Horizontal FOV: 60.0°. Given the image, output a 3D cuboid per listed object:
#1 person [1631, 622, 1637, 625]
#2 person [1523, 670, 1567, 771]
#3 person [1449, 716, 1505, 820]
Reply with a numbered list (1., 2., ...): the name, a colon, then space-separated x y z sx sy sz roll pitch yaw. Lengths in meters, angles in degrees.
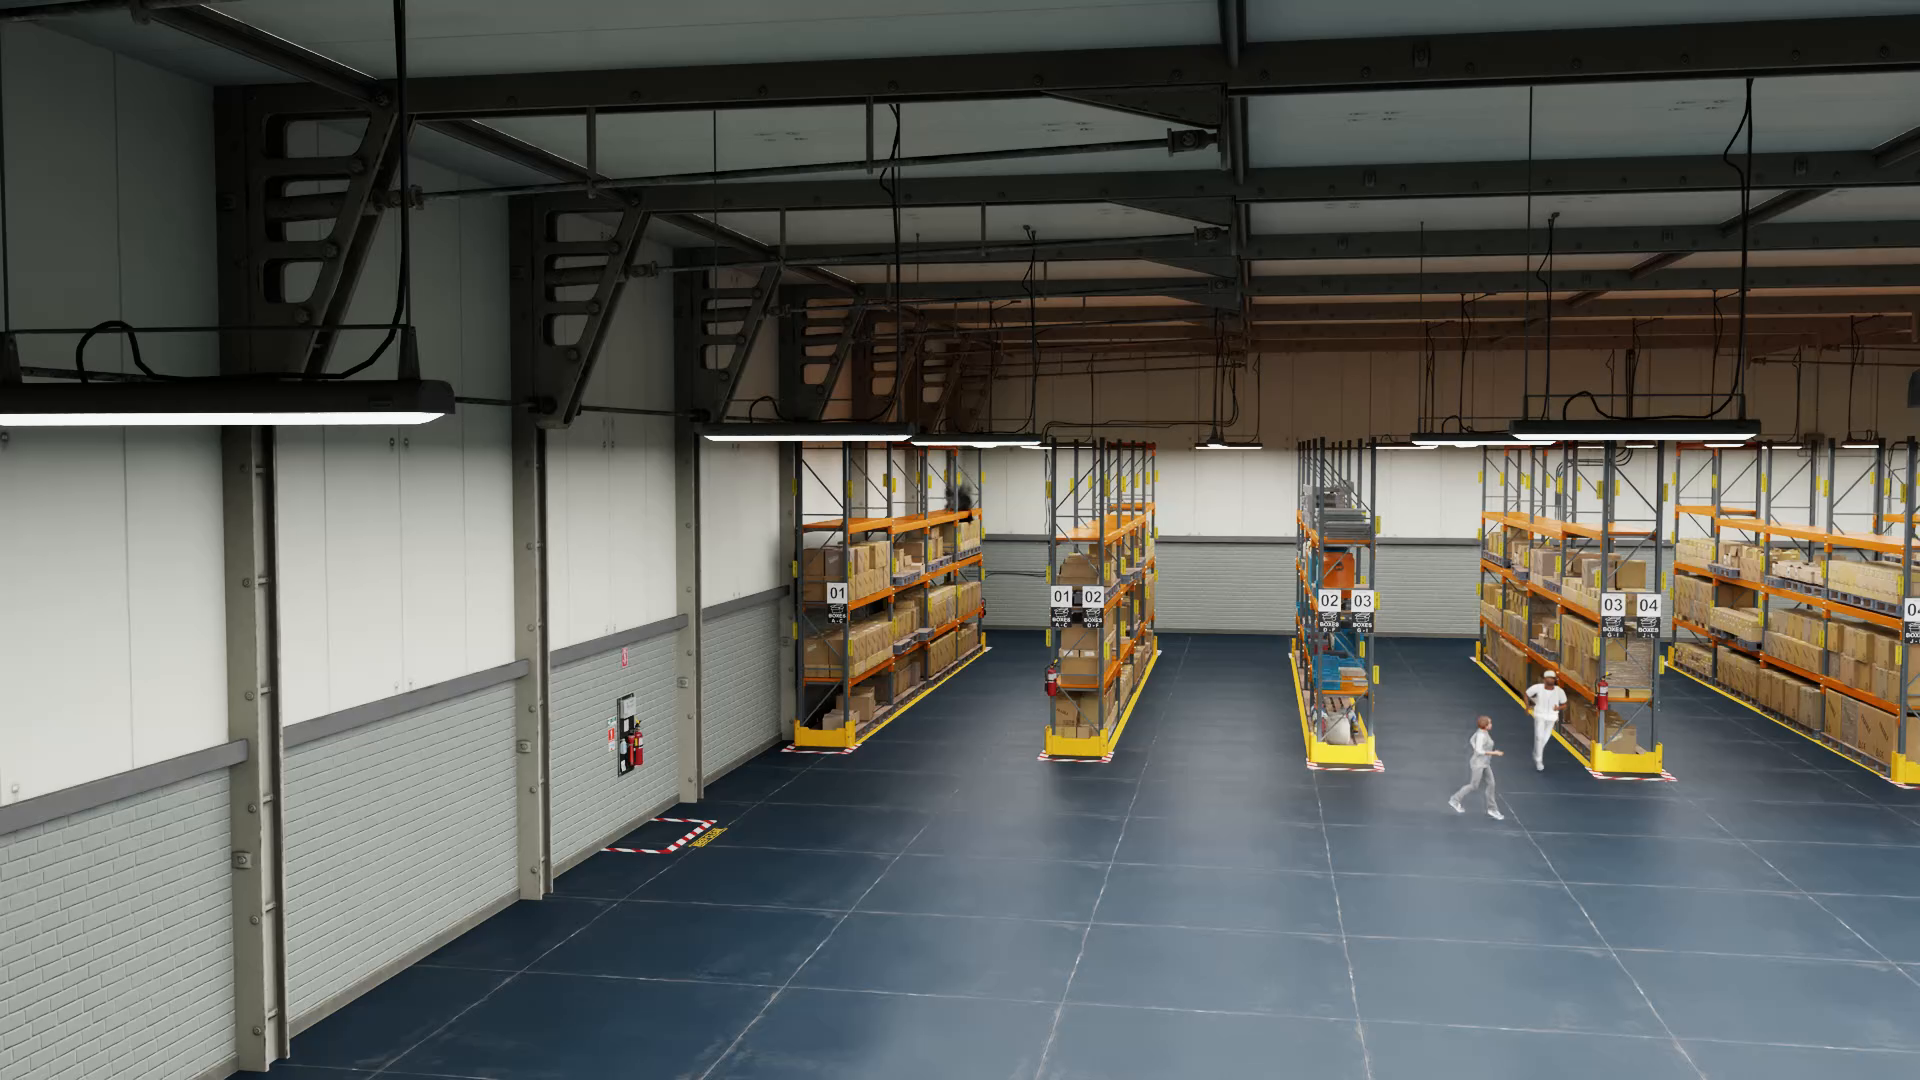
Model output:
1. person: 17.521 2.569 43.181 0.690 1.735 0.538 1 3 14
2. person: 10.642 3.238 30.179 0.725 1.759 0.930 0 3 4
3. person: 8.098 3.543 26.019 0.833 1.617 0.508 2 4 31
